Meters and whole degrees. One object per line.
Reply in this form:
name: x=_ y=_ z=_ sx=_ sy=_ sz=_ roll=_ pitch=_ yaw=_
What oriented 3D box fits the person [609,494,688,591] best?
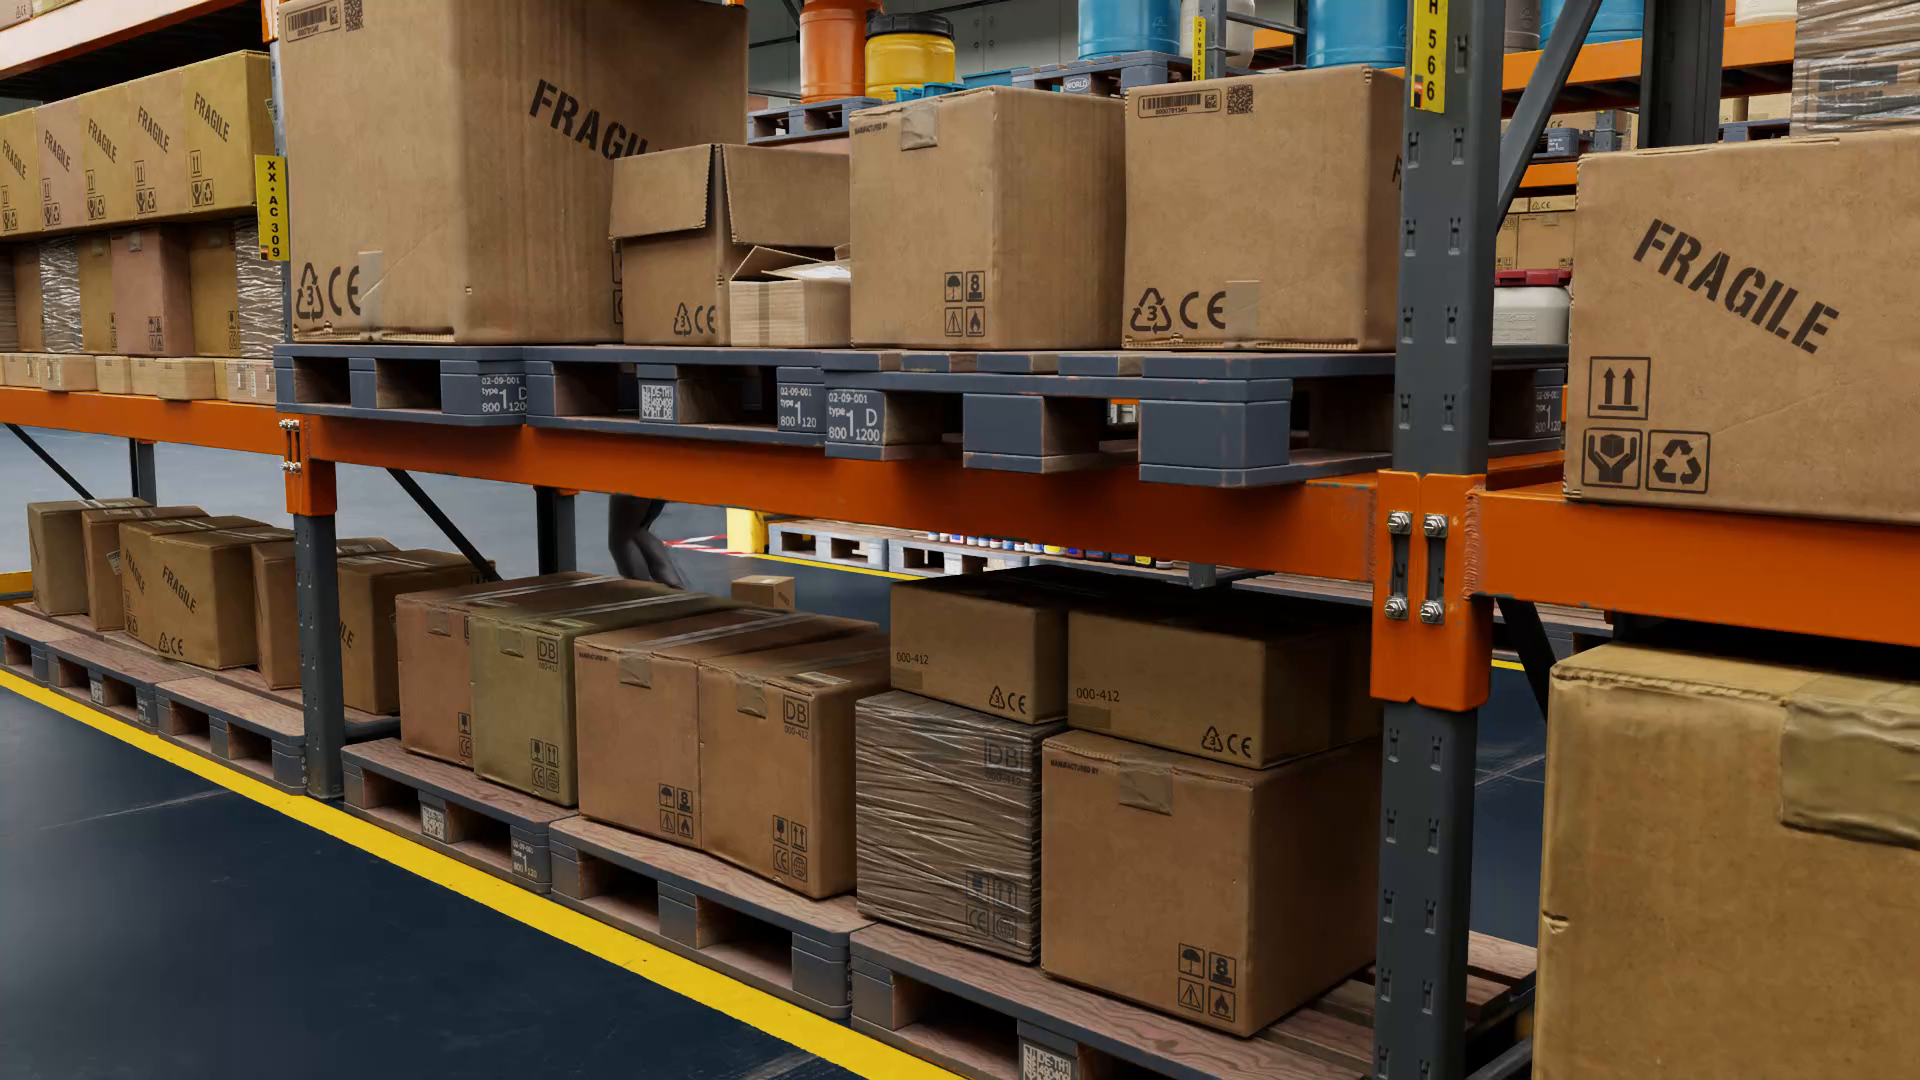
person: x=-1.653 y=-0.342 z=8.650 sx=0.476 sy=1.617 sz=0.594 roll=4 pitch=8 yaw=30
